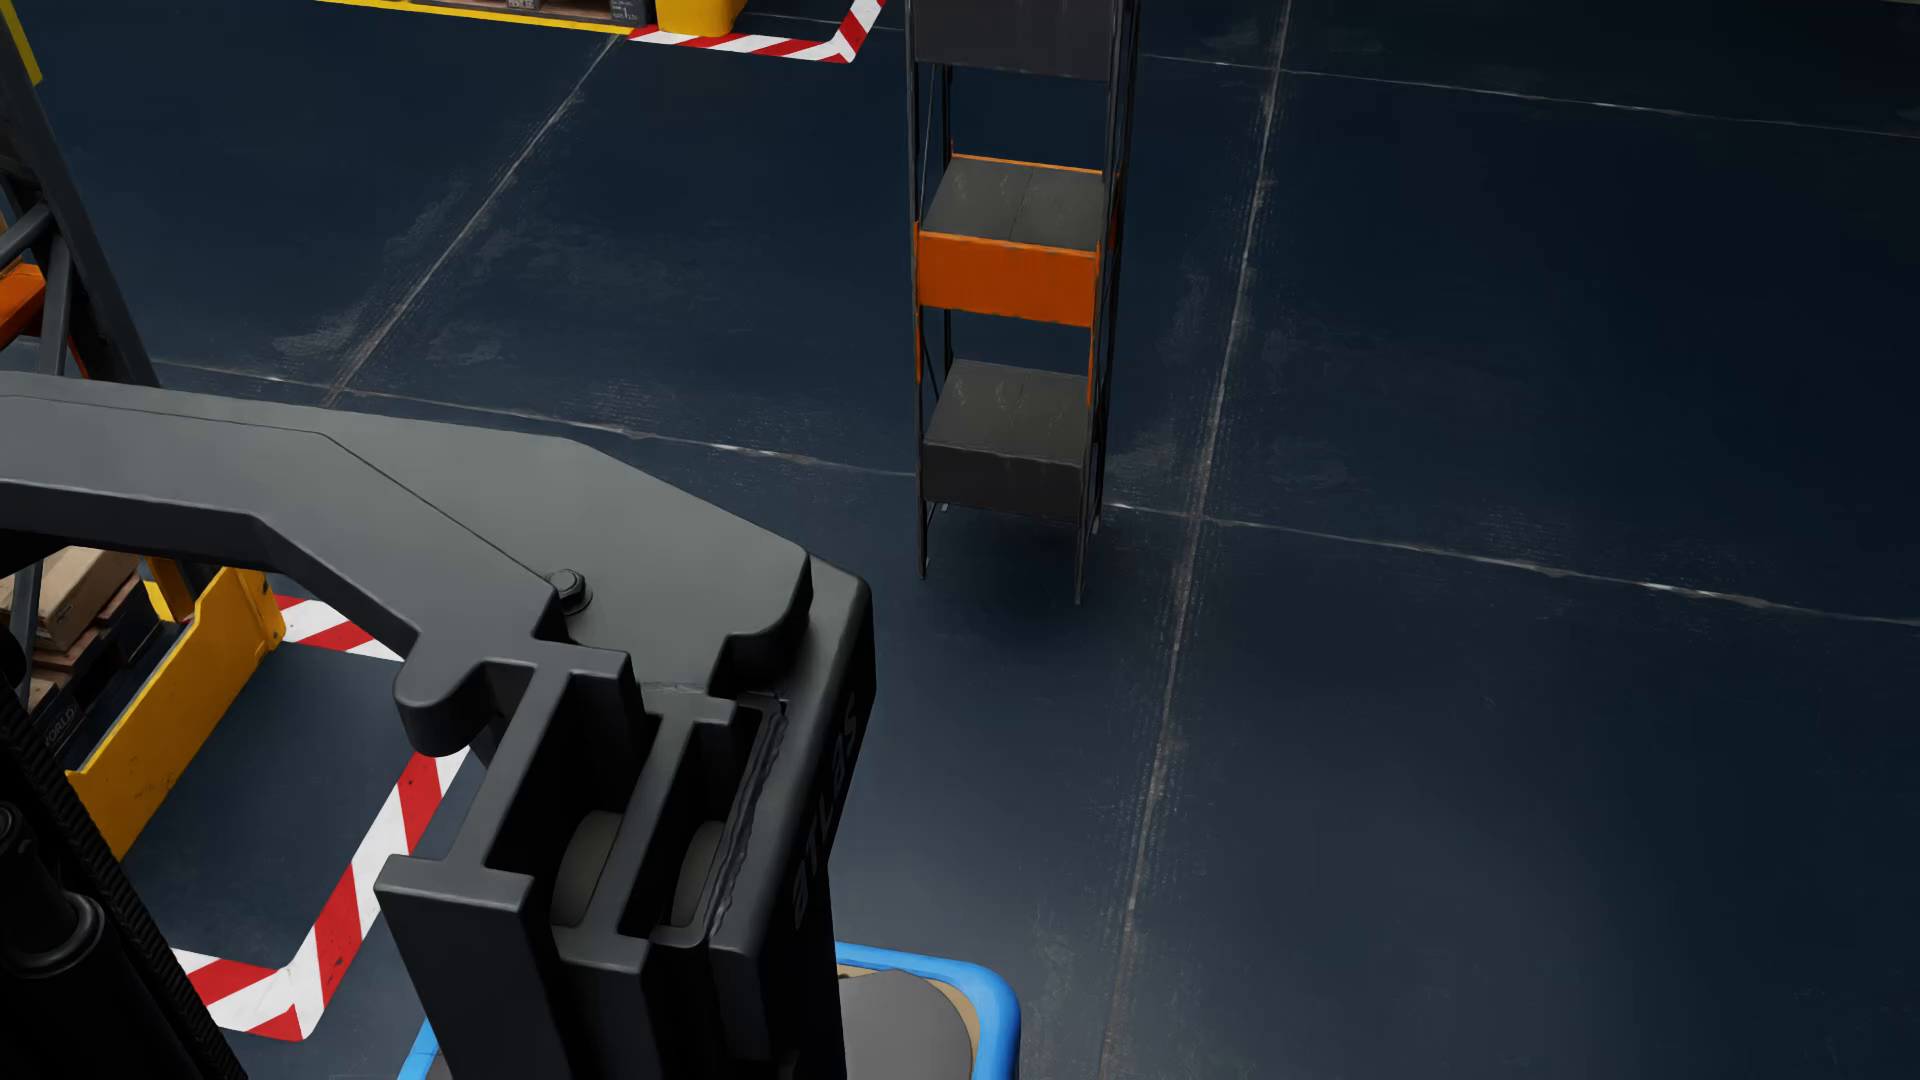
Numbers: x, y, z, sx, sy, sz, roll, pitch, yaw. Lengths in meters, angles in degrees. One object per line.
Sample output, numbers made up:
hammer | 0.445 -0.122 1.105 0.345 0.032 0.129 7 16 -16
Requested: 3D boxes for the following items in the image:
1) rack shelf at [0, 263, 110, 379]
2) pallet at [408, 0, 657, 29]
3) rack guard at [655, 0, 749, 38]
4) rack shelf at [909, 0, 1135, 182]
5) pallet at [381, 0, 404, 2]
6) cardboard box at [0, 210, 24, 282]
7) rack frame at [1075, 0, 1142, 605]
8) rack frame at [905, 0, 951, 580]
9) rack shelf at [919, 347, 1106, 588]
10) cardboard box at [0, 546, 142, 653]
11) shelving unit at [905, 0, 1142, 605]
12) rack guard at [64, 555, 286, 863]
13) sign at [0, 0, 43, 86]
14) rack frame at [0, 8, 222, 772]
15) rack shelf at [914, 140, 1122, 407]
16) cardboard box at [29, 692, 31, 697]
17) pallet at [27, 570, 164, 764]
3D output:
rack shelf | -4.172 -0.500 4.125 4.000 0.370 1.077 9 45 9
pallet | -1.940 -2.873 8.082 1.213 0.211 1.003 9 45 9
rack guard | -1.119 -2.905 7.907 0.348 0.500 1.175 9 45 9
rack shelf | 0.162 -1.226 4.020 0.480 0.518 0.431 9 45 9
pallet | -3.127 -3.059 8.276 1.213 0.211 1.003 9 45 9
cardboard box | -2.596 -0.738 3.781 0.500 0.500 0.500 10 45 10
rack frame | 0.400 -0.694 4.457 0.015 2.100 0.400 9 45 9
rack frame | -0.077 -0.768 4.534 0.015 2.100 0.400 9 45 9
rack shelf | 0.162 -0.217 4.991 0.480 0.518 0.431 9 45 9
cardboard box | -2.554 0.116 4.705 0.250 0.149 0.380 9 45 9
shelving unit | 0.162 -0.731 4.496 0.503 2.100 0.431 9 45 9
rack guard | -2.295 0.433 4.440 0.348 0.500 1.175 9 45 9
sign | -2.102 -1.135 3.642 0.005 0.325 0.100 9 45 9
rack frame | -2.221 -0.456 3.561 0.127 3.000 1.000 9 45 9
rack shelf | 0.162 -0.722 4.505 0.480 0.518 0.431 9 45 9
cardboard box | -2.805 0.370 4.188 0.500 0.500 0.500 9 45 9
pallet | -3.073 0.417 4.665 1.213 0.211 1.003 9 45 9
